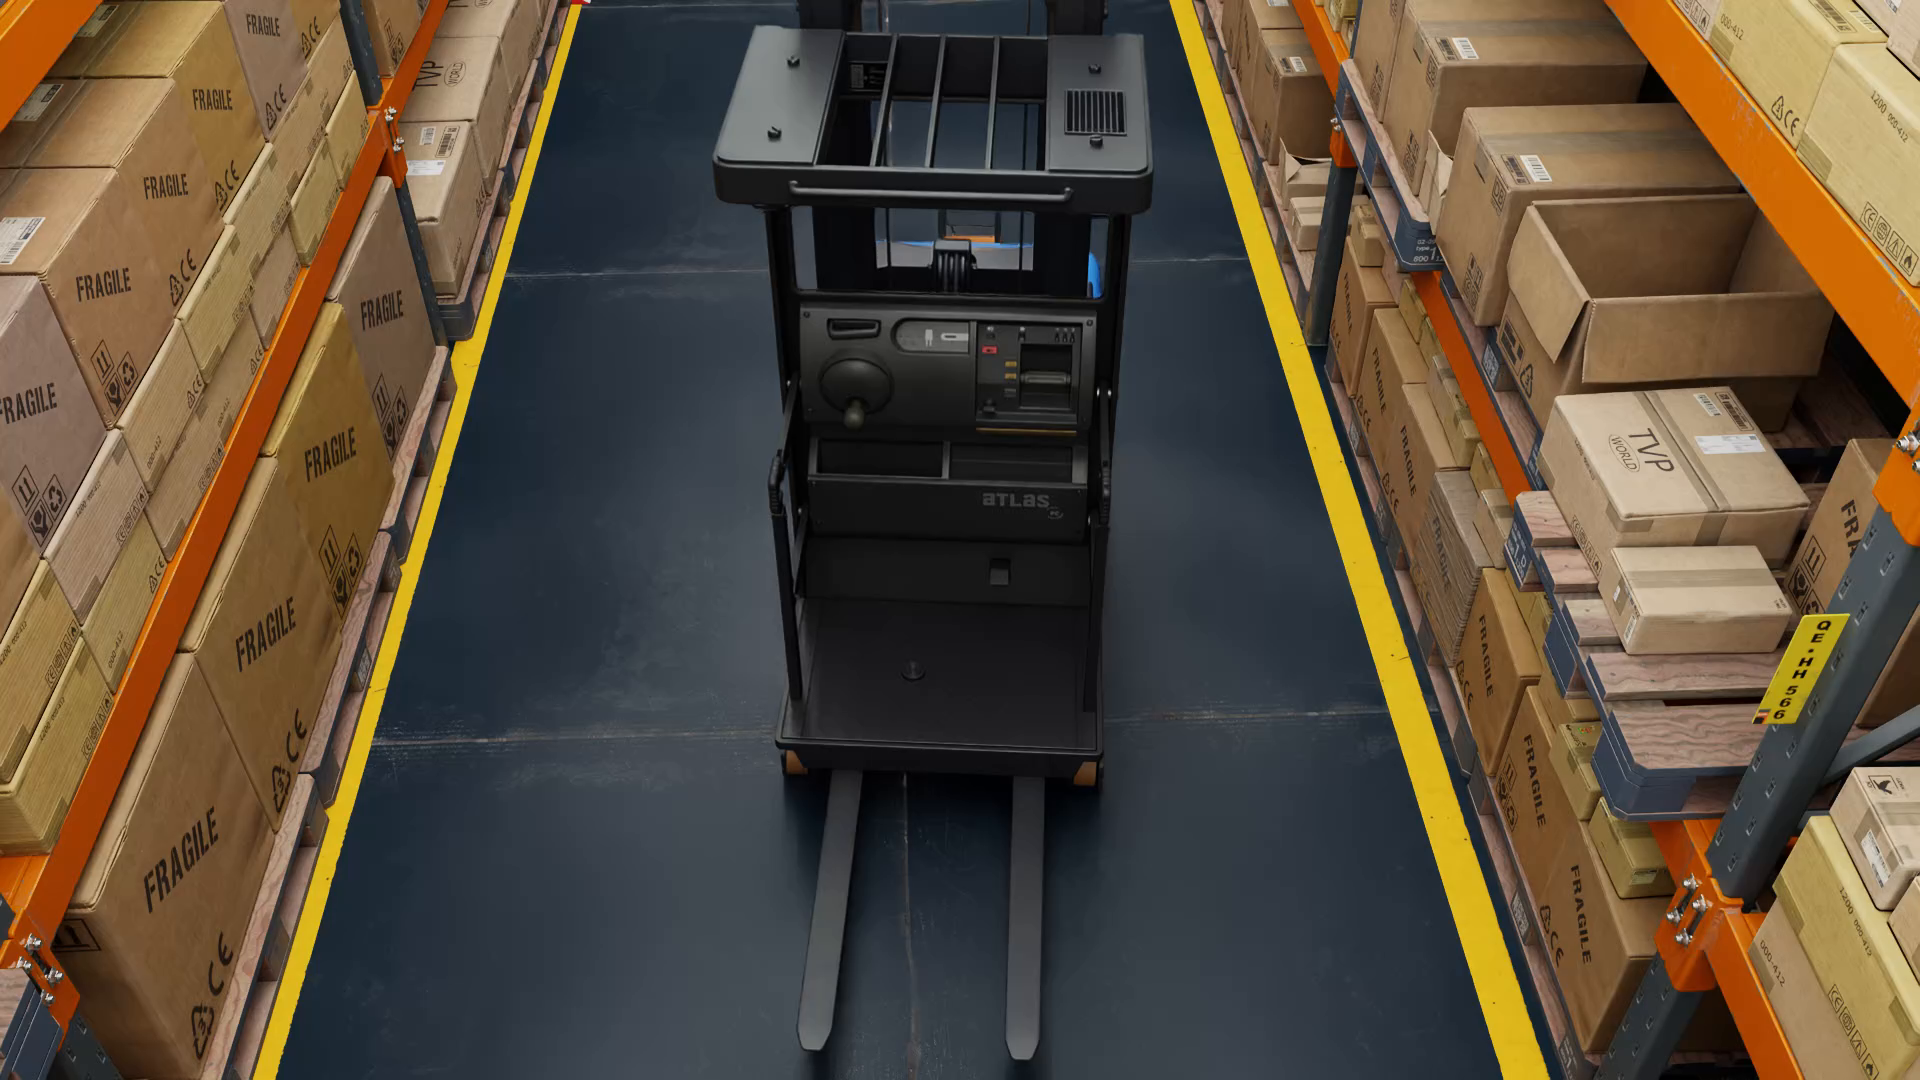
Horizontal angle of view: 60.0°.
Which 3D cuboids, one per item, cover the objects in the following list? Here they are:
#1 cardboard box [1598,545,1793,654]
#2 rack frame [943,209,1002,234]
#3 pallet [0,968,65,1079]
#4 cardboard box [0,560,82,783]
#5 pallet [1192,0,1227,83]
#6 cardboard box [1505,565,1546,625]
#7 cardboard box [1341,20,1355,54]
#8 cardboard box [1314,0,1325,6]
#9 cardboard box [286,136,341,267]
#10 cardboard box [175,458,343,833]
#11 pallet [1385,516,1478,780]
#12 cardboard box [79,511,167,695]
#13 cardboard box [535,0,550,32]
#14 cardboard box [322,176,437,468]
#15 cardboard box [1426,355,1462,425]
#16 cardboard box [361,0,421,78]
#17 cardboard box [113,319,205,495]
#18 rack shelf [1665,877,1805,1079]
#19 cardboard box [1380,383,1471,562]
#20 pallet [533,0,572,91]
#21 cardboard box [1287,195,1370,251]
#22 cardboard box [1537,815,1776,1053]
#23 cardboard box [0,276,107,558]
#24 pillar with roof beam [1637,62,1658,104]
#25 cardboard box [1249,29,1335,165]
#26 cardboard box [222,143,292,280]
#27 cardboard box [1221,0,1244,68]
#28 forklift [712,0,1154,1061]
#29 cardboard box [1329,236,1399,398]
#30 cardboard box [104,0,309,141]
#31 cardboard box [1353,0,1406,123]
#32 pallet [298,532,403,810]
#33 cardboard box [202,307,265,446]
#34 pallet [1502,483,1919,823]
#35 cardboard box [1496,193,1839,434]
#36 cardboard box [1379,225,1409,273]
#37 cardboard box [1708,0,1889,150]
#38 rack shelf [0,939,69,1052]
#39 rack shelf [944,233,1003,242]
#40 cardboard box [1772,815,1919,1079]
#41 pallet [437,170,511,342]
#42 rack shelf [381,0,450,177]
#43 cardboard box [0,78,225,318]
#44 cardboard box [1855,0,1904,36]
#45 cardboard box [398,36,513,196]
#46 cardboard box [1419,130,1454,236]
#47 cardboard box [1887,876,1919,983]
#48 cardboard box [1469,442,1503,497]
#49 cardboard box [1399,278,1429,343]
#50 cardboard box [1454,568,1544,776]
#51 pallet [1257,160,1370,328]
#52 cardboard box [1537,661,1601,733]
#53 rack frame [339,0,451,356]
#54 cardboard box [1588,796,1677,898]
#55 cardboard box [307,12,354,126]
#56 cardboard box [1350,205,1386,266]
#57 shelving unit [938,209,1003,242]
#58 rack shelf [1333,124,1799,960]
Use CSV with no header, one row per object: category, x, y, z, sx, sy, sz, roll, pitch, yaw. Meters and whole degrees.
cardboard box,1.868,0.151,4.240,0.380,0.149,0.250,-1,43,-1
rack frame,0.045,-0.963,6.913,0.240,1.200,0.006,2,43,2
pallet,-2.543,1.340,3.210,1.213,0.211,1.003,-2,43,-2
cardboard box,-2.454,0.313,3.930,0.500,0.250,0.500,-2,43,-2
pallet,1.978,-3.137,10.017,1.003,0.211,1.213,-2,43,-2
cardboard box,2.019,0.137,5.440,0.380,0.149,0.250,-2,43,-2
cardboard box,1.844,-2.170,7.083,0.380,0.149,0.250,-1,43,-1
cardboard box,1.776,-2.520,7.465,0.380,0.149,0.250,-1,43,-1
cardboard box,-2.558,-1.215,5.966,0.500,0.250,0.500,-2,43,-2
cardboard box,-2.660,0.349,5.411,0.875,0.875,0.875,-1,43,-1
pallet,2.237,0.347,6.215,1.003,0.211,1.213,-2,43,-2
cardboard box,-2.488,0.163,4.464,0.500,0.250,0.500,-3,43,-3
cardboard box,-2.891,-3.377,9.800,0.875,0.438,0.875,-3,43,-3
cardboard box,-2.743,-0.865,6.735,0.875,0.875,0.875,0,43,0
cardboard box,1.969,-0.565,6.205,0.380,0.149,0.250,-2,43,-2
cardboard box,-2.608,-2.271,6.933,0.500,0.500,0.500,0,43,0
cardboard box,-2.484,-0.373,4.678,0.500,0.250,0.500,-2,43,-2
rack shelf,2.364,2.261,2.595,1.077,0.370,4.000,-2,43,-2
cardboard box,1.955,-0.258,6.351,0.500,0.500,0.500,-3,43,-3
pallet,-2.907,-3.044,9.915,1.003,0.211,1.213,-2,43,-2
cardboard box,1.793,-1.526,7.994,0.380,0.149,0.250,-3,43,-3
cardboard box,2.047,1.133,4.833,0.500,0.500,0.500,-1,43,-1
cardboard box,-2.487,-0.289,4.031,0.500,0.500,0.500,-1,43,-2
pillar with roof beam,-1.321,-4.638,5.150,9.100,9.000,0.400,-2,43,-2
cardboard box,1.913,-2.293,8.571,0.700,0.500,0.500,-3,43,-3
cardboard box,-2.531,-1.061,5.429,0.500,0.250,0.500,-1,43,-1
cardboard box,1.868,-2.994,9.336,0.700,0.500,0.500,0,43,0
forklift,-0.048,-0.452,5.074,1.130,2.935,3.031,2,43,2
cardboard box,1.905,-0.955,7.111,0.500,0.500,0.500,0,43,0
cardboard box,-2.550,-1.671,5.539,0.500,0.500,0.500,-1,43,-1
cardboard box,1.907,-1.913,6.232,0.700,0.500,0.500,-1,43,-1
pallet,-2.687,0.463,6.089,1.003,0.211,1.213,-2,43,-2
cardboard box,-2.529,-0.525,5.214,0.500,0.250,0.500,-2,43,-2
pallet,2.181,0.261,4.387,1.213,0.211,1.003,-2,43,-2
cardboard box,2.025,-0.643,4.845,0.797,0.503,0.637,-3,43,-3
cardboard box,1.918,-1.213,6.692,0.380,0.149,0.250,-4,43,-4
cardboard box,1.993,-1.083,3.603,0.500,0.250,0.500,-2,43,-2
rack shelf,-2.595,2.406,2.437,1.077,0.370,4.000,-2,43,-2
rack shelf,0.040,-1.134,6.632,0.258,0.103,0.180,2,43,2
cardboard box,2.029,0.824,3.372,0.500,0.250,0.500,-2,43,-2
pallet,-2.804,-1.397,8.118,1.003,0.211,1.213,-2,43,-2
rack shelf,-2.934,-2.994,8.329,1.077,0.370,4.000,-2,43,-2
cardboard box,-2.511,-0.979,4.785,0.500,0.500,0.500,-1,43,-1
cardboard box,2.047,-1.137,3.367,0.380,0.149,0.250,-1,43,-1
cardboard box,-2.808,-2.151,8.462,0.875,0.438,0.875,-3,43,-3
cardboard box,1.785,-1.211,5.640,0.396,0.266,0.258,0,43,0
cardboard box,2.011,0.774,3.132,0.380,0.149,0.250,-1,43,-1
cardboard box,2.018,-0.216,5.825,0.380,0.149,0.250,-1,43,-2
cardboard box,1.970,-0.919,6.592,0.380,0.149,0.250,-4,43,-4
cardboard box,2.011,0.442,5.587,0.500,0.500,0.500,0,43,0
pallet,2.081,-1.490,8.219,1.003,0.211,1.213,-2,43,-2
cardboard box,1.996,0.485,5.060,0.380,0.149,0.250,-3,43,-3
rack frame,-2.849,-1.909,6.613,1.000,3.000,0.127,-2,43,-2
cardboard box,2.005,0.847,4.665,0.380,0.149,0.250,-4,43,-4
cardboard box,-2.588,-1.748,6.178,0.500,0.250,0.500,-2,43,-2
cardboard box,1.859,-1.277,6.982,0.380,0.149,0.250,0,43,0
shelving unit,0.040,-0.901,6.845,0.258,1.200,0.189,2,43,2
rack shelf,2.195,-0.439,5.541,1.077,0.370,4.000,-2,43,-2
